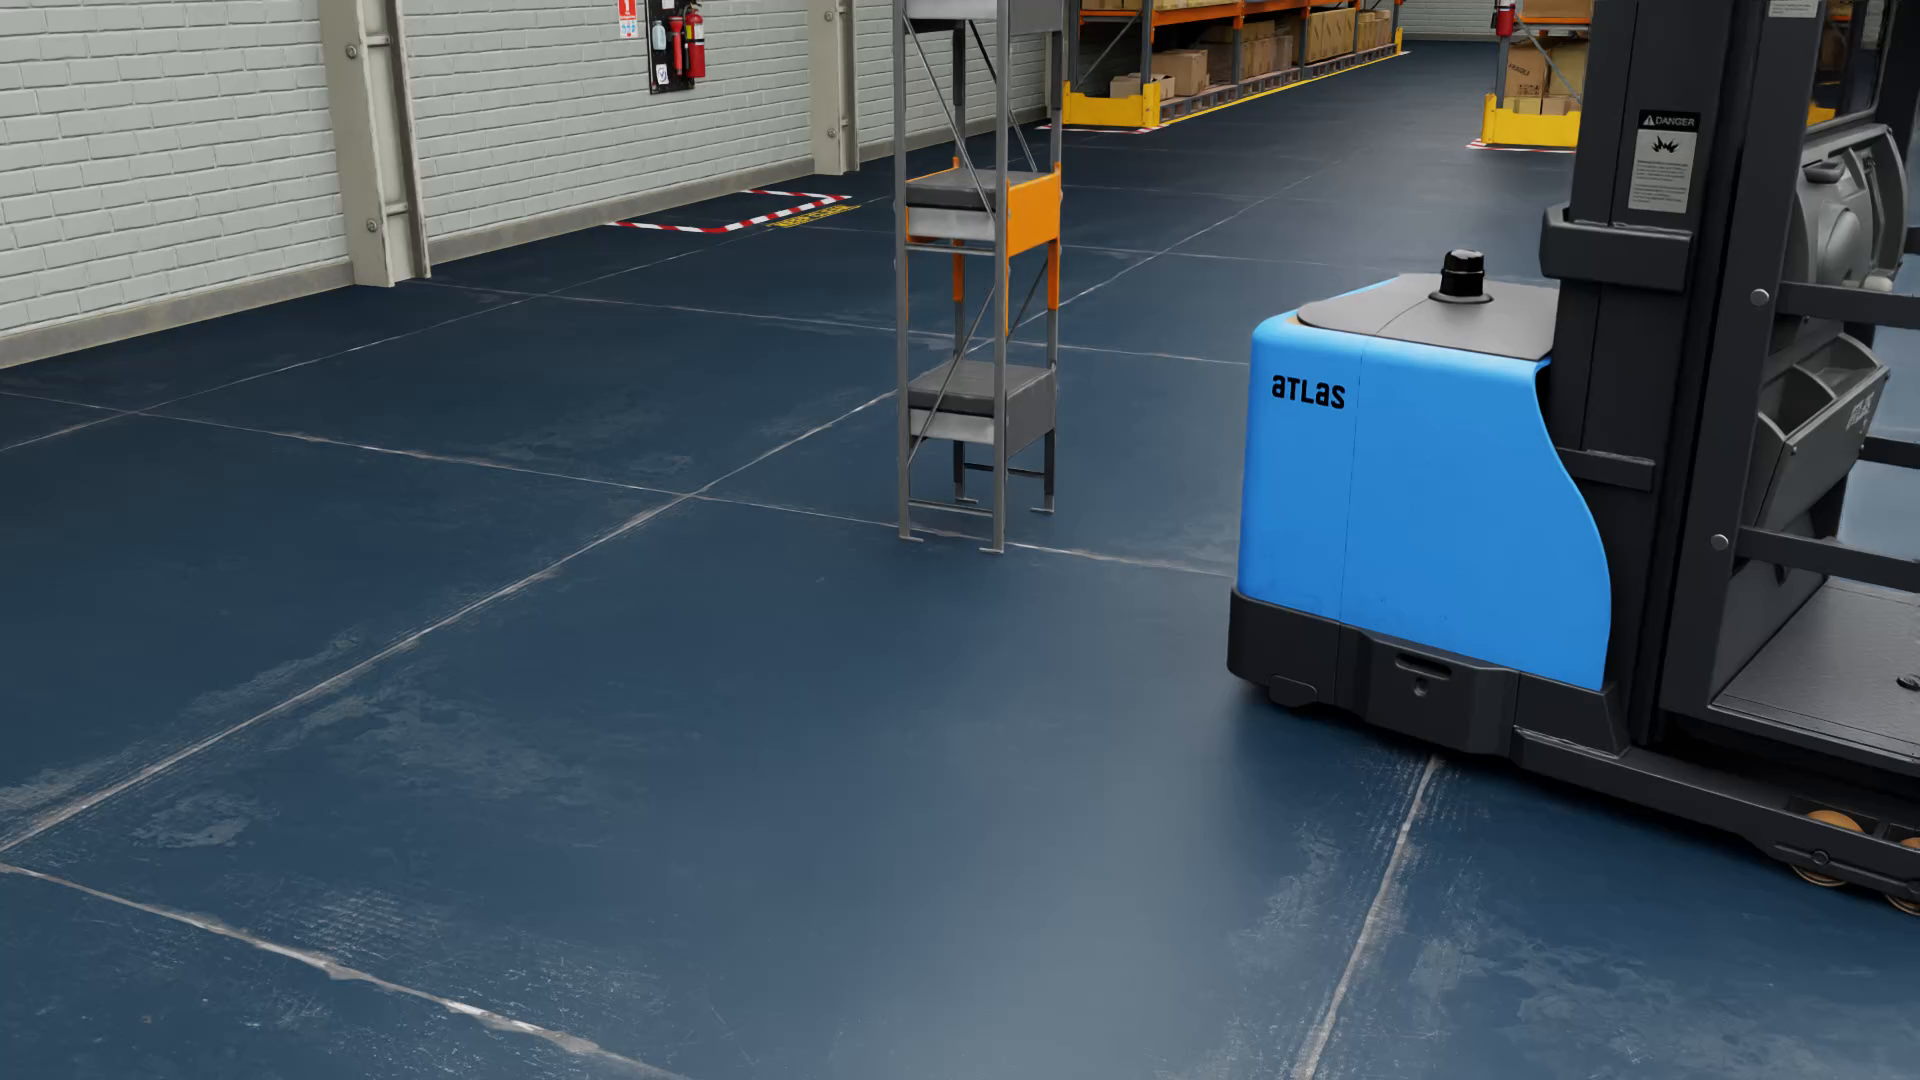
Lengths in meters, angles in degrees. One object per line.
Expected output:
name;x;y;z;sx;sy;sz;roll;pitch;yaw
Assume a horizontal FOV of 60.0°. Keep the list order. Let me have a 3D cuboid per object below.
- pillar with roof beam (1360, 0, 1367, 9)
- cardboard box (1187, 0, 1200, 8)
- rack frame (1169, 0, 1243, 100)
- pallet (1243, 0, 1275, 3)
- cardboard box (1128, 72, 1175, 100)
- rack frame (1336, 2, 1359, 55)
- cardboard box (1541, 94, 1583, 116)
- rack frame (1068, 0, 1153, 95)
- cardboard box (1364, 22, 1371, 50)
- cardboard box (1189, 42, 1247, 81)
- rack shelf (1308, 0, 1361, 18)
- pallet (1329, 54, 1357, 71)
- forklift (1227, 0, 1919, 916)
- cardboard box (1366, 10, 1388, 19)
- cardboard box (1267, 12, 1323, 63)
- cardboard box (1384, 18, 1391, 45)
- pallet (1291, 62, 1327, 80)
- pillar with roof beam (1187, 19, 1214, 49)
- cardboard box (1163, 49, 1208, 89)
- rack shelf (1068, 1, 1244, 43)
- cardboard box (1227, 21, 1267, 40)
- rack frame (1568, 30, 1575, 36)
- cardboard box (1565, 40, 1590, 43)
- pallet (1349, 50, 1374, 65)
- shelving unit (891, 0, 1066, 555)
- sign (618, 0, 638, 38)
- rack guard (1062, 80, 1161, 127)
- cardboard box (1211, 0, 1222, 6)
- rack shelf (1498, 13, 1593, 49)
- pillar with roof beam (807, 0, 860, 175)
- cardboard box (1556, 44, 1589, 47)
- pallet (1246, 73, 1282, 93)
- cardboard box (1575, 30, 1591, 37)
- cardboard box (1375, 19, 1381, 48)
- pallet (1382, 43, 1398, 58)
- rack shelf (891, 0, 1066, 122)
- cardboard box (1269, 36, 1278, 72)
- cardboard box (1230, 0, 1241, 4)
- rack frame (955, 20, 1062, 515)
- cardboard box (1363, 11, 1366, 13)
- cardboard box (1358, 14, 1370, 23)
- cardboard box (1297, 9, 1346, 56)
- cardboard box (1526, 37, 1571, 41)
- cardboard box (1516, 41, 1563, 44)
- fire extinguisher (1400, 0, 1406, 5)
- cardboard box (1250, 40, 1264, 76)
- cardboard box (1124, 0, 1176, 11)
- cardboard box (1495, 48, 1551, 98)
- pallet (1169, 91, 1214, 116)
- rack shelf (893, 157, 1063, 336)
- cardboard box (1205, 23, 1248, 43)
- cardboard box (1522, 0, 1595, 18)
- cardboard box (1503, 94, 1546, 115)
pillar with roof beam;12.575;-14.485;33.268;9.100;9.000;0.400;9;21;23
cardboard box;2.682;-6.774;20.733;0.500;0.250;0.500;8;21;22
rack frame;3.417;-7.636;22.965;1.000;3.000;0.127;9;21;23
pallet;3.862;-7.760;23.598;1.003;0.211;1.213;9;21;23
cardboard box;2.378;-5.727;20.953;0.500;0.311;0.500;11;22;27
rack frame;6.693;-10.082;29.841;1.000;3.000;0.127;9;21;23
cardboard box;6.722;-4.771;18.384;0.500;0.250;0.500;9;21;23
rack frame;1.779;-6.414;19.526;1.000;3.000;0.127;9;21;23
cardboard box;7.301;-9.470;31.224;0.700;0.500;0.500;8;21;22
cardboard box;3.703;-6.893;23.949;0.700;0.500;0.500;9;22;25
rack shelf;5.874;-9.132;28.243;1.077;0.370;4.000;9;21;23
pallet;6.445;-8.522;29.616;1.003;0.211;1.213;9;21;23
forklift;2.217;-0.756;3.721;3.031;2.935;1.130;16;25;37
cardboard box;8.145;-10.260;32.478;0.380;0.149;0.250;9;22;24
cardboard box;5.475;-8.251;27.274;0.750;0.750;0.750;8;21;22
cardboard box;8.135;-10.097;32.988;0.700;0.500;0.500;9;21;23
pallet;5.446;-7.776;27.519;1.003;0.211;1.213;9;21;23
pillar with roof beam;7.661;-10.816;22.953;9.100;9.000;0.400;9;21;23
cardboard box;3.028;-6.343;22.402;0.500;0.500;0.500;7;21;19
rack shelf;2.598;-6.686;21.366;1.077;0.370;4.000;9;21;23
cardboard box;4.311;-7.691;25.074;0.500;0.250;0.500;8;21;22
rack frame;9.575;-8.181;24.495;1.000;3.000;0.127;9;21;23
cardboard box;7.530;-5.737;19.982;0.500;0.500;0.500;9;21;23
pallet;7.075;-8.990;30.932;1.003;0.211;1.213;9;21;23
shelving unit;0.068;-1.040;5.759;0.431;2.100;0.503;9;21;23
sign;-2.548;-4.024;12.753;0.001;0.329;0.234;9;21;23
rack guard;1.810;-5.259;20.011;1.175;0.500;0.348;9;21;23
cardboard box;3.096;-7.082;21.599;0.500;0.250;0.500;8;21;22
rack shelf;7.118;-6.007;19.458;1.077;0.370;4.000;9;21;23
pillar with roof beam;2.747;-7.148;12.638;9.100;9.000;0.400;9;21;23
cardboard box;7.118;-5.432;19.123;0.500;0.500;0.500;9;21;23
pallet;4.232;-6.935;25.154;1.003;0.211;1.213;9;21;23
cardboard box;9.763;-7.899;25.659;0.500;0.250;0.500;9;22;25
cardboard box;7.725;-9.790;32.125;0.700;0.500;0.500;8;21;21
pallet;8.074;-9.736;33.029;1.003;0.211;1.213;9;21;23
rack shelf;0.068;-1.687;5.529;0.431;0.518;0.480;9;21;23
cardboard box;4.490;-7.520;25.711;0.700;0.500;0.500;9;21;23
cardboard box;3.499;-7.389;22.462;0.500;0.250;0.500;9;21;23
rack frame;0.168;-1.114;5.969;0.400;2.100;0.015;9;21;23
cardboard box;7.694;-10.237;32.413;0.380;0.149;0.250;9;21;23
cardboard box;7.399;-9.702;30.908;0.380;0.149;0.250;9;22;25
cardboard box;6.184;-8.778;28.757;0.750;0.750;0.750;9;22;24
cardboard box;7.264;-5.961;20.611;0.500;0.500;0.500;9;21;23
cardboard box;6.850;-5.656;19.753;0.500;0.500;0.500;9;21;23
fire extinguisher;8.813;-11.075;33.307;0.296;0.674;0.183;9;21;23
cardboard box;4.114;-7.208;24.835;0.700;0.500;0.500;9;21;23
cardboard box;2.268;-6.458;19.845;0.500;0.250;0.500;8;21;21
cardboard box;6.248;-5.195;18.459;0.500;0.500;0.500;9;21;23
pallet;2.676;-5.738;21.789;1.003;0.211;1.213;9;21;23
rack shelf;0.068;-1.027;5.764;0.431;0.518;0.480;9;21;23
cardboard box;3.880;-7.382;24.203;0.500;0.250;0.500;8;21;22
cardboard box;6.502;-5.923;17.998;0.700;0.500;0.500;9;21;23
cardboard box;6.249;-4.842;18.584;0.500;0.250;0.500;9;21;23
